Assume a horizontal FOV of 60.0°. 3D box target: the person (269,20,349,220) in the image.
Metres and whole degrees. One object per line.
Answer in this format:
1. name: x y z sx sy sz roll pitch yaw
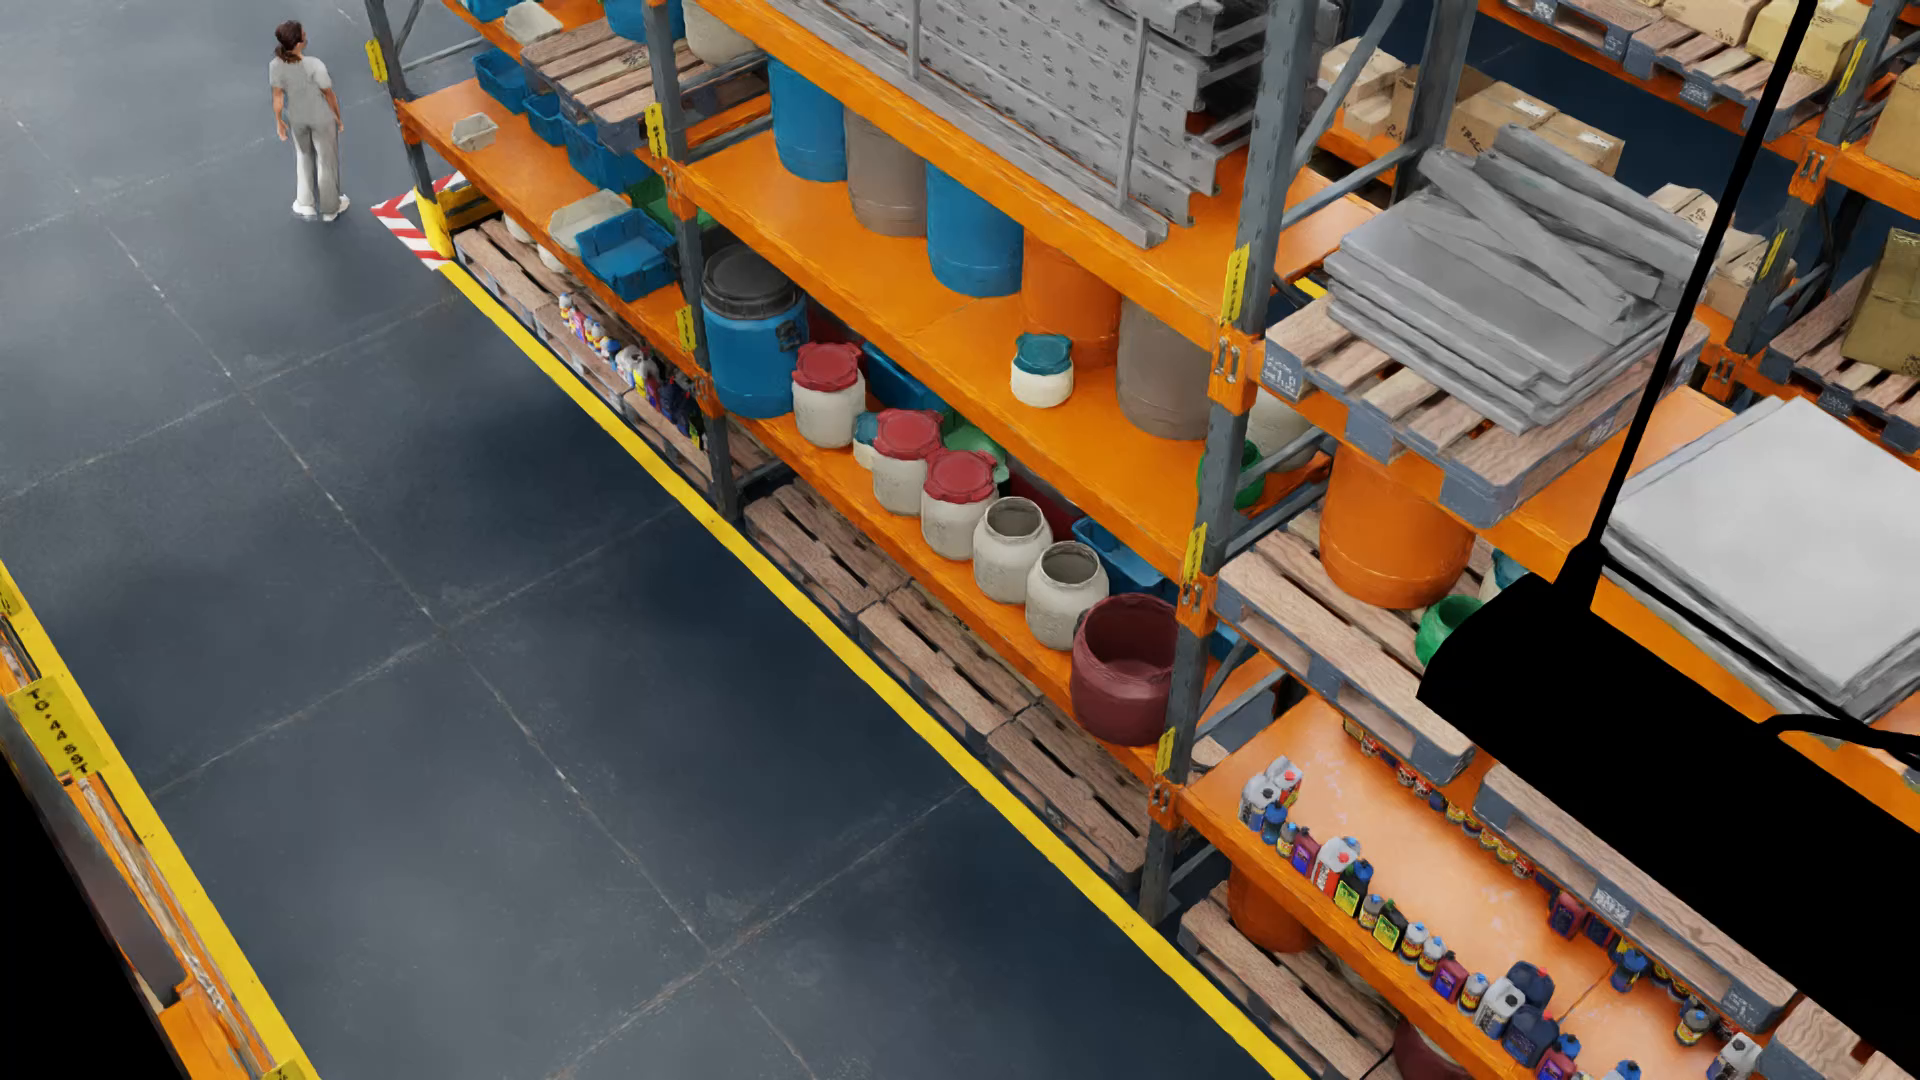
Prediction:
1. person: -5.091 -3.235 12.907 0.594 1.658 0.446 2 47 2
